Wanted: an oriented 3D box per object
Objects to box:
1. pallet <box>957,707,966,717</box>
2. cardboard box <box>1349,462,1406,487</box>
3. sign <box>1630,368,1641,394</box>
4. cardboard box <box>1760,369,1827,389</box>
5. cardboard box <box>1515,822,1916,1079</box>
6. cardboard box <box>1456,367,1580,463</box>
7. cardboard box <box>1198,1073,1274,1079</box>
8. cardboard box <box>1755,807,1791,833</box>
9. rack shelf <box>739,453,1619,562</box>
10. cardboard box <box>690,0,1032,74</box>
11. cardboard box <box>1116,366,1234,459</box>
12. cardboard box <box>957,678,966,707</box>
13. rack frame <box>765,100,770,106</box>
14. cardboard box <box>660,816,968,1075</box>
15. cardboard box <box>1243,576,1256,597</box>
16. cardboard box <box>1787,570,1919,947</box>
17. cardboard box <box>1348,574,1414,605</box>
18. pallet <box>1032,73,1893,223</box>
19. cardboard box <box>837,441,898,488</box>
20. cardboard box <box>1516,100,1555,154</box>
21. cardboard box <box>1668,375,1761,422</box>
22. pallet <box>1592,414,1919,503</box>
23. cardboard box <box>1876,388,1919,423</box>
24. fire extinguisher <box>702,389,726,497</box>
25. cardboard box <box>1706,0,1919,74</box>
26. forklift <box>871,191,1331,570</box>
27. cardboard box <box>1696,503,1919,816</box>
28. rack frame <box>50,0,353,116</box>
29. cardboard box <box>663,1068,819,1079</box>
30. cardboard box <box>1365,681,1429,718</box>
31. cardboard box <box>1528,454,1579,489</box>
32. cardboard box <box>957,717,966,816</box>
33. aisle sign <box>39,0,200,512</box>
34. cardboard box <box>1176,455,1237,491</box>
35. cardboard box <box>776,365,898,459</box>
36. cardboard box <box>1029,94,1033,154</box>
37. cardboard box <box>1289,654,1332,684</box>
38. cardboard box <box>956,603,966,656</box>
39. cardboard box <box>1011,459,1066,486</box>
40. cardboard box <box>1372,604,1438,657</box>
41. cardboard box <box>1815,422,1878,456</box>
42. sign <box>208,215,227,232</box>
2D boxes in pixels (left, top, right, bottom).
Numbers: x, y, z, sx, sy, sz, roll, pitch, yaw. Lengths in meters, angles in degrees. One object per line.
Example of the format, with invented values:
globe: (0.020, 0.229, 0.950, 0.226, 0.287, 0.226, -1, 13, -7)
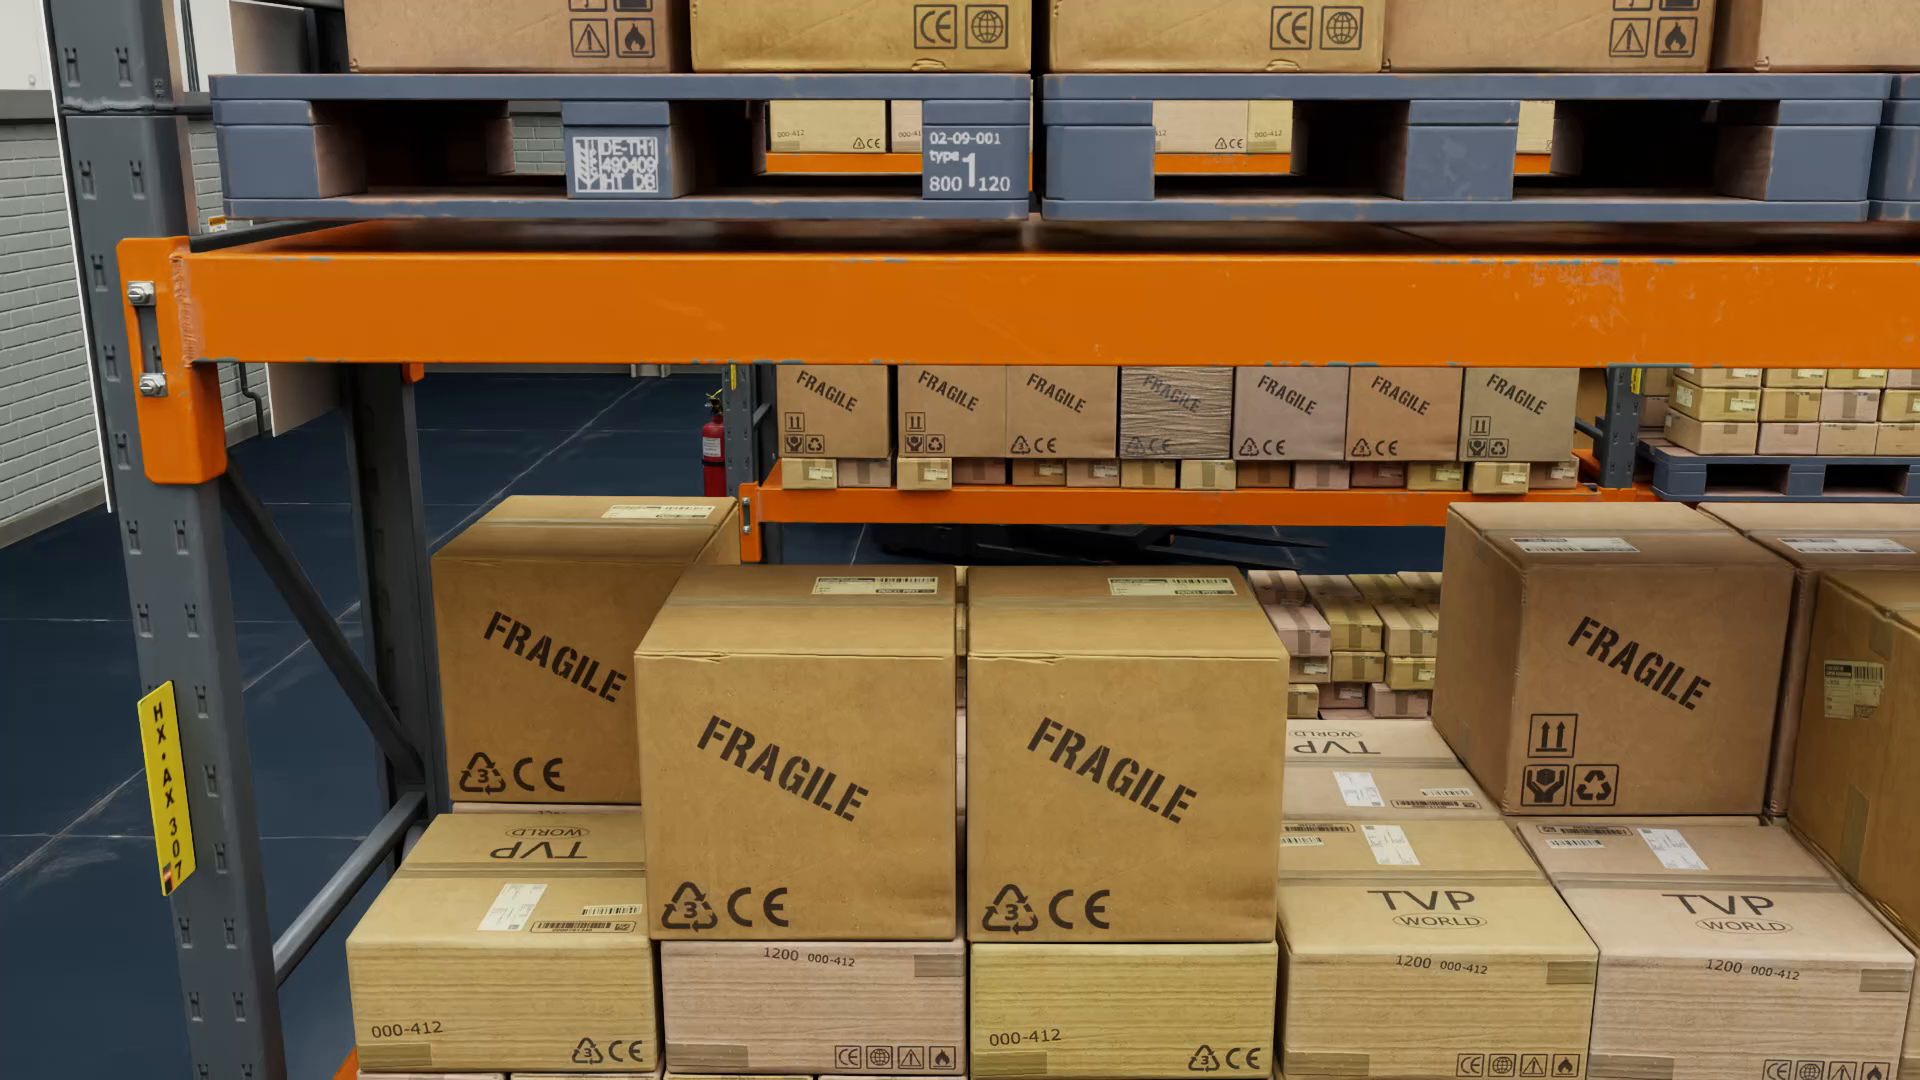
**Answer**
pallet: (-0.115, 0.806, 8.370, 1.213, 0.211, 1.003, 0, 15, 1)
cardboard box: (1.923, -0.362, 7.823, 0.250, 0.149, 0.380, 0, 15, 0)
sign: (2.991, -0.811, 7.337, 0.005, 0.325, 0.100, 0, 15, 1)
cardboard box: (3.658, -0.780, 7.419, 0.250, 0.149, 0.380, 1, 15, 3)
cardboard box: (1.293, 0.720, 2.941, 0.500, 0.250, 0.500, 1, 15, 3)
cardboard box: (2.506, -0.654, 7.660, 0.500, 0.500, 0.500, 0, 15, 2)
cardboard box: (0.402, 0.923, 2.954, 0.250, 0.149, 0.380, 0, 15, 1)
cardboard box: (1.809, 0.588, 3.443, 0.500, 0.250, 0.500, 0, 15, 1)
rack shelf: (0.997, -0.196, 8.113, 4.000, 0.370, 1.077, 0, 15, 1)
cardboard box: (-0.149, -1.019, 2.726, 0.500, 0.500, 0.700, 0, 15, -1)
cardboard box: (0.975, -0.671, 7.722, 0.500, 0.500, 0.500, 0, 15, 0)
cardboard box: (0.026, 0.684, 8.132, 0.250, 0.149, 0.380, 1, 15, 2)
rack frame: (-1.002, -3.458, 7.305, 0.127, 3.000, 1.000, 0, 15, 1)
cardboard box: (-0.237, 0.710, 2.981, 0.500, 0.250, 0.500, 0, 15, 1)
cardboard box: (1.342, 0.297, 8.434, 0.250, 0.149, 0.380, 0, 15, -1)
cardboard box: (1.802, 0.360, 2.835, 0.500, 0.500, 0.500, 1, 15, 2)
cardboard box: (2.130, 0.296, 8.438, 0.250, 0.149, 0.380, 0, 15, 1)
pallet: (0.735, -0.691, 2.872, 1.213, 0.211, 1.003, 0, 15, 1)
cardboard box: (-0.431, -0.359, 7.812, 0.250, 0.149, 0.380, 1, 15, 3)
cardboard box: (2.499, -1.843, 7.360, 0.500, 0.250, 0.500, 1, 15, 3)
cardboard box: (3.379, -0.636, 7.458, 0.250, 0.149, 0.380, 1, 15, 2)
pallet: (3.757, -0.396, 7.837, 1.213, 0.211, 1.003, 0, 15, 1)
cardboard box: (4.156, -0.632, 7.442, 0.250, 0.149, 0.380, 0, 15, -1)
fire extinguisher: (-1.242, -0.459, 8.581, 0.183, 0.674, 0.296, 0, 15, 1)
cardboard box: (1.448, -1.011, 2.697, 0.500, 0.500, 0.700, 1, 15, 4)
forklift: (0.927, -1.276, 10.930, 3.031, 2.935, 1.130, 8, 17, 27)
cardboard box: (1.805, 0.226, 3.344, 0.500, 0.500, 0.500, 0, 15, 1)
rack frame: (-1.230, -2.193, 2.514, 0.127, 3.000, 1.000, 0, 15, 1)
cardboard box: (-0.371, 0.918, 2.972, 0.250, 0.149, 0.380, 0, 15, 0)
cardboard box: (2.073, 0.721, 7.994, 0.250, 0.149, 0.380, 0, 15, 0)
cardboard box: (2.705, -0.352, 7.785, 0.250, 0.149, 0.380, 0, 15, 1)
cardboard box: (-0.231, 0.575, 3.492, 0.500, 0.250, 0.500, 0, 15, 0)
aisle sign: (-1.309, -0.474, 2.659, 0.004, 0.787, 0.394, 0, 15, 1)
cardboard box: (1.141, -0.343, 7.754, 0.250, 0.149, 0.380, 1, 15, 3)
cardboard box: (-0.560, -0.676, 7.742, 0.500, 0.500, 0.500, 1, 15, 4)
cardboard box: (0.482, -1.862, 7.432, 0.500, 0.250, 0.500, 0, 15, 0)
cardboard box: (1.631, 0.561, 8.017, 0.250, 0.149, 0.380, 1, 15, 3)
cardboard box: (0.040, 0.426, 7.943, 0.250, 0.149, 0.380, 0, 15, 1)
cardboard box: (0.370, -0.368, 7.849, 0.250, 0.149, 0.380, 0, 15, 1)
cardboard box: (2.129, 0.430, 7.931, 0.250, 0.149, 0.380, 0, 15, 1)
cardboard box: (3.906, -0.490, 7.485, 0.250, 0.149, 0.380, 0, 15, 2)
sign: (-6.623, -2.772, 14.848, 0.001, 0.242, 0.339, 0, 15, 1)
